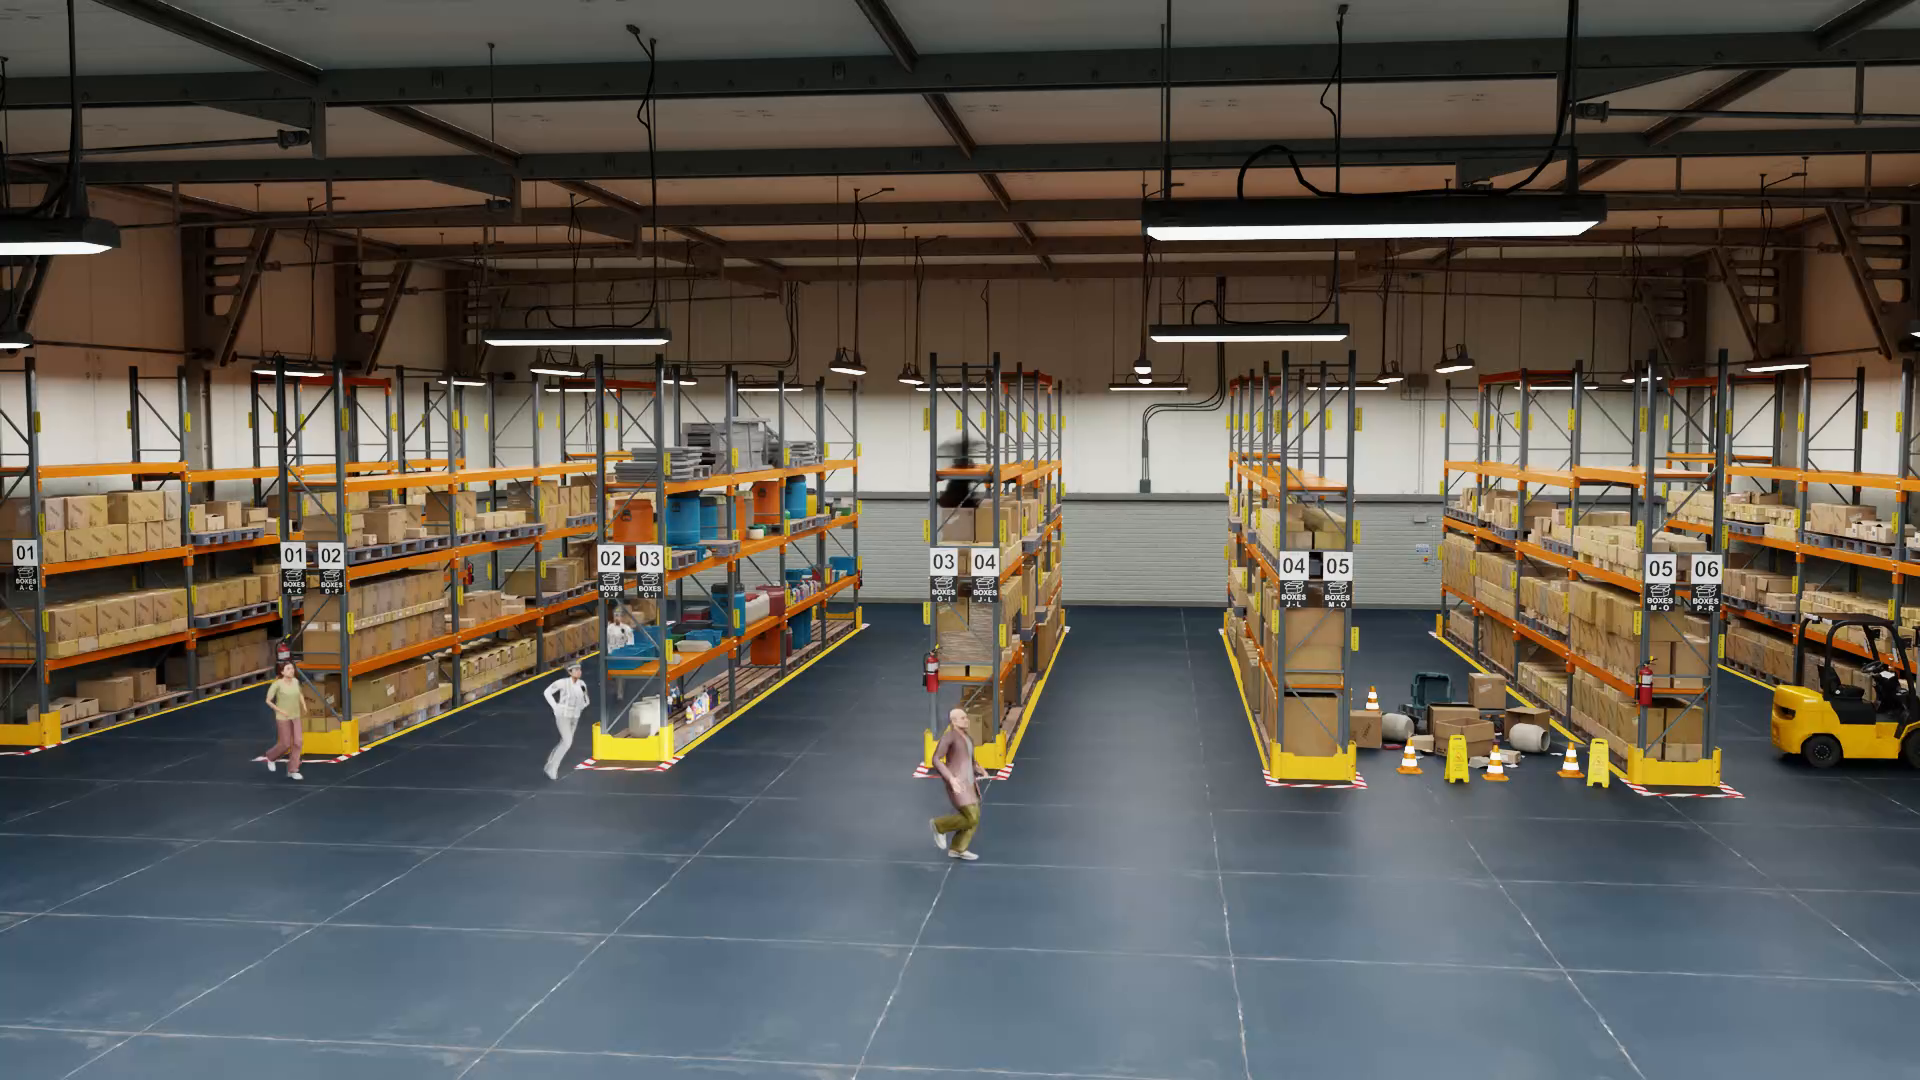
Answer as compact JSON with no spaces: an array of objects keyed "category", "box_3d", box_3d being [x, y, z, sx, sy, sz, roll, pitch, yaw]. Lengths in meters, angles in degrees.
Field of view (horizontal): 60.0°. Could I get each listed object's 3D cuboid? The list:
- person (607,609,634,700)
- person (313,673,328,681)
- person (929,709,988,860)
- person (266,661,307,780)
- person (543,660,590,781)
[{"category":"person","box_3d":[-6.175,2.059,29.947,0.615,1.658,0.541,0,4,0]},{"category":"person","box_3d":[-11.042,2.141,28.754,0.584,1.750,0.718,1,4,8]},{"category":"person","box_3d":[-0.014,2.795,19.055,0.637,1.732,0.710,2,5,28]},{"category":"person","box_3d":[-9.514,2.536,23.488,0.702,1.639,0.602,3,5,33]},{"category":"person","box_3d":[-5.535,2.519,23.445,0.633,1.670,0.653,3,5,40]}]
